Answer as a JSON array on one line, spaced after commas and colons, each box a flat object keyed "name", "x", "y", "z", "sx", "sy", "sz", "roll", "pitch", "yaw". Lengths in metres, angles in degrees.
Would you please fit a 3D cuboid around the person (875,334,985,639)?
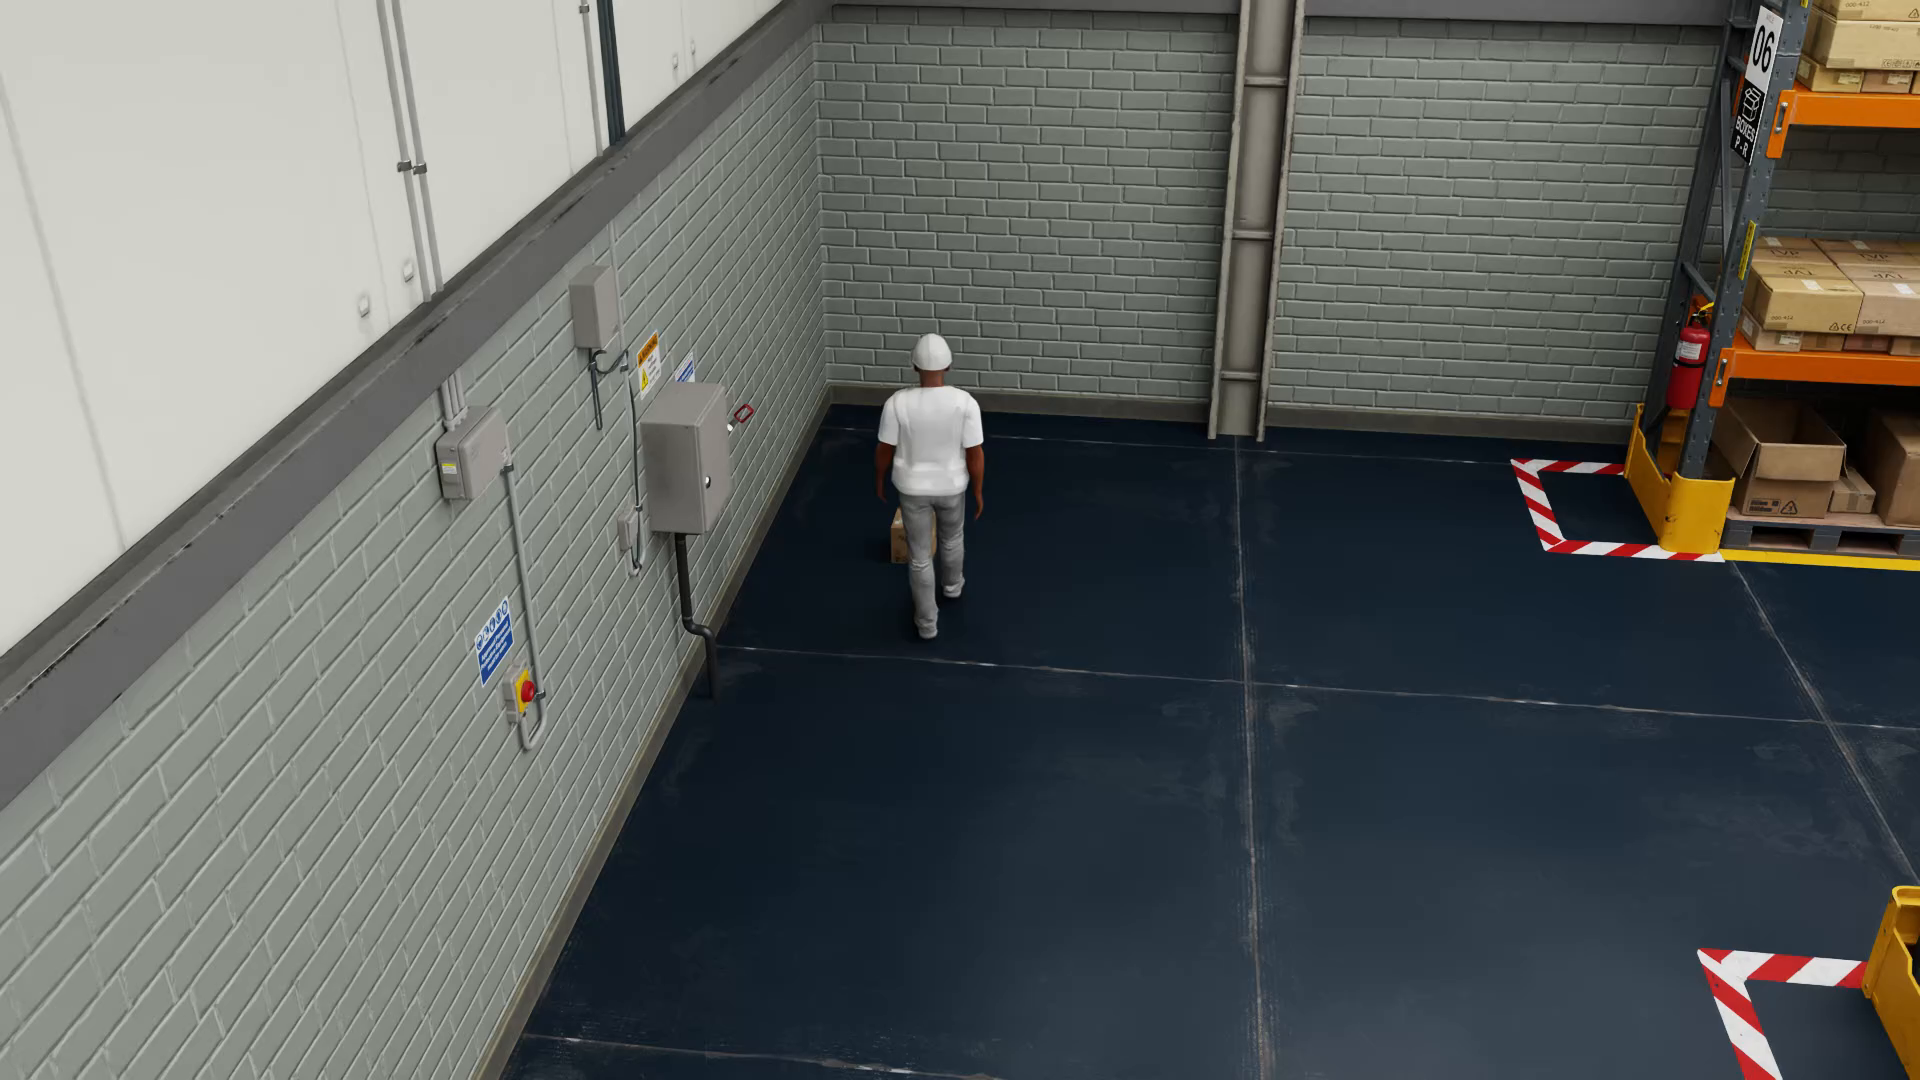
[{"name": "person", "x": -0.182, "y": -0.376, "z": 9.275, "sx": 0.591, "sy": 1.750, "sz": 0.742, "roll": -3, "pitch": 28, "yaw": -5}]
